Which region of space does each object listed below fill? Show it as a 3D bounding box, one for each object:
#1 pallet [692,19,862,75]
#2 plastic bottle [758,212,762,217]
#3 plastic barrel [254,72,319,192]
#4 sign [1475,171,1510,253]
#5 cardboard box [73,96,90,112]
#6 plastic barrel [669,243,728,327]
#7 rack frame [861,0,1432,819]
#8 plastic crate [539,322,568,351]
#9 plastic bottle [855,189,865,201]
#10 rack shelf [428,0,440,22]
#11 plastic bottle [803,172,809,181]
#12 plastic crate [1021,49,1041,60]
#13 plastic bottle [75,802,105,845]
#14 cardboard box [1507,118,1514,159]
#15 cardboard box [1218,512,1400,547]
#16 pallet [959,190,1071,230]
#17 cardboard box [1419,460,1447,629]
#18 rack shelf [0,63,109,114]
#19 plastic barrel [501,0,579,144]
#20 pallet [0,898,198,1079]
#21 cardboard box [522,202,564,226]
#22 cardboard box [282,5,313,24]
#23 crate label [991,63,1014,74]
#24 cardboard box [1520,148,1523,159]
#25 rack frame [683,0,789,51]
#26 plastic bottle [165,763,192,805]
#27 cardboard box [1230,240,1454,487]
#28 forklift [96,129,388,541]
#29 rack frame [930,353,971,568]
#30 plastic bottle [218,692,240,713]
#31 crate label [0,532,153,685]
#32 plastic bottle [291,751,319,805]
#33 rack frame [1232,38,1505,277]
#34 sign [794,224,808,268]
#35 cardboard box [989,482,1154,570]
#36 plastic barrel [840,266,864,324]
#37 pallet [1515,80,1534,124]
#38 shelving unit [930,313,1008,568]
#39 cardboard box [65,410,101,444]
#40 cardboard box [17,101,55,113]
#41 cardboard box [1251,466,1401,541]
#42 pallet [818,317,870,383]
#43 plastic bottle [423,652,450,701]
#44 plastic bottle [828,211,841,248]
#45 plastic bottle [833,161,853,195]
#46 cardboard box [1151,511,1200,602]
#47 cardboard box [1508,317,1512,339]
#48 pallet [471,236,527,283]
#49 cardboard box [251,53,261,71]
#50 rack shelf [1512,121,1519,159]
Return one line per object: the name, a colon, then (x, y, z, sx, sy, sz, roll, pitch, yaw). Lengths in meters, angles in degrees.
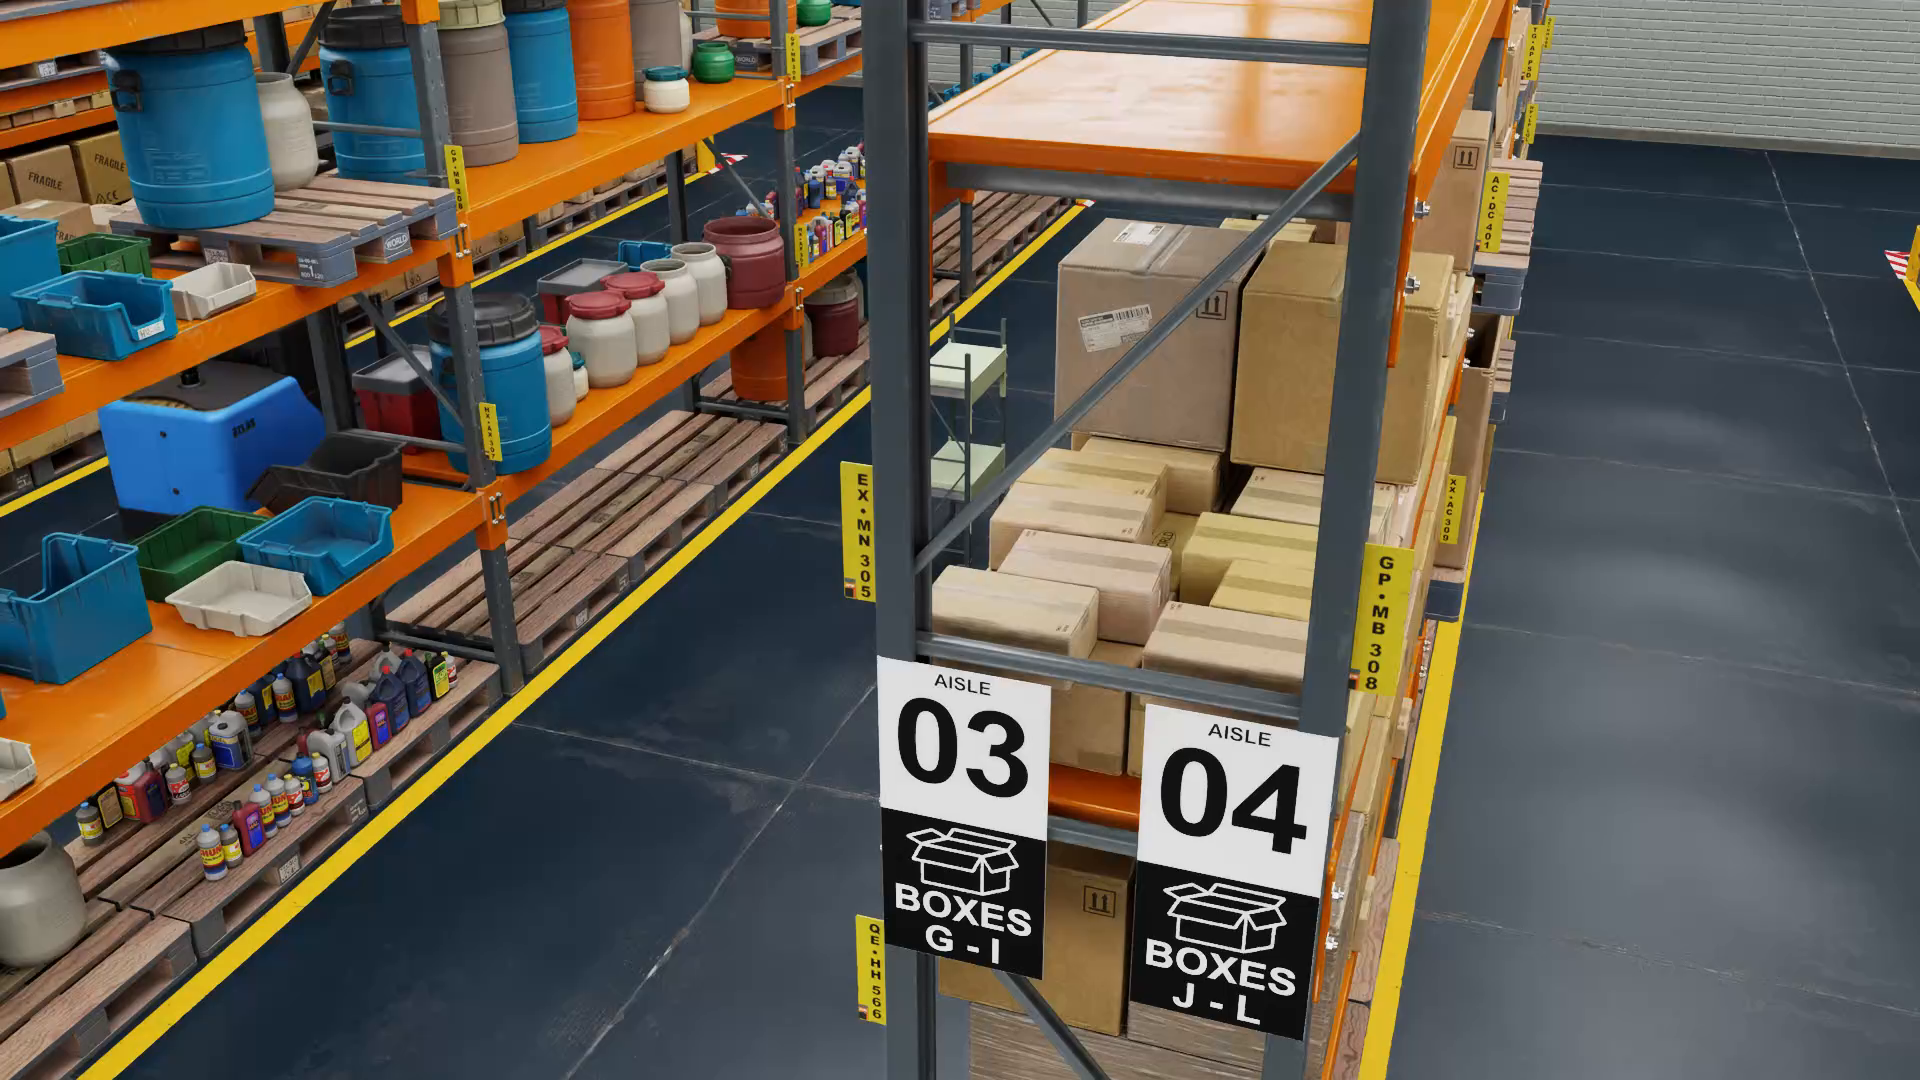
pallet: (-1.353, -3.747, 12.546, 1.003, 0.211, 1.213, 9, 27, 17)
plastic bottle: (-1.673, -2.660, 13.754, 0.097, 0.201, 0.097, 0, 26, 0)
plastic barrel: (-3.359, -1.979, 8.067, 0.421, 0.512, 0.421, 0, 26, 0)
sign: (2.155, -1.327, 6.738, 0.100, 0.325, 0.005, 9, 27, 17)
cardboard box: (-9.747, -4.772, 18.152, 0.380, 0.149, 0.250, 10, 27, 19)
plastic barrel: (-1.840, -1.779, 11.577, 0.421, 0.512, 0.421, 0, 26, 0)
rack frame: (0.309, -0.876, 2.958, 1.000, 3.000, 0.127, 9, 27, 17)
plastic crate: (-2.717, -1.200, 10.752, 0.450, 0.188, 0.662, 9, 27, 17)
plastic bottle: (-0.789, -2.827, 14.013, 0.152, 0.276, 0.135, 9, 27, 17)
rack shelf: (-2.365, -3.557, 9.778, 1.077, 0.370, 4.000, 9, 27, 17)
plastic bottle: (-1.364, -3.074, 14.527, 0.097, 0.271, 0.097, 0, 26, 0)
plastic crate: (1.028, -5.348, 18.968, 0.616, 0.435, 0.499, 9, 27, 17)
plastic bottle: (-4.164, 1.349, 7.952, 0.097, 0.201, 0.097, 0, 26, 0)
cardboard box: (2.892, -2.310, 9.532, 0.500, 0.250, 0.500, 9, 27, 17)
cardboard box: (0.879, 0.168, 4.415, 0.500, 0.250, 0.500, 8, 27, 16)
pallet: (0.652, -3.881, 19.248, 1.003, 0.211, 1.213, 9, 27, 17)
cardboard box: (1.585, -0.019, 6.466, 0.500, 0.500, 0.500, 9, 27, 17)
rack shelf: (-7.035, -3.106, 11.831, 1.077, 0.370, 4.000, 9, 27, 17)
plastic barrel: (-2.631, -2.892, 9.987, 0.600, 0.901, 0.708, 9, 27, 17)
pallet: (-4.105, 1.989, 7.123, 1.003, 0.211, 1.213, 9, 27, 17)
cardboard box: (-4.694, -3.675, 18.202, 0.500, 0.311, 0.500, 9, 27, 17)
cardboard box: (-6.086, -4.691, 14.163, 0.910, 0.500, 0.500, 9, 27, 17)
crate label: (0.570, -5.368, 19.241, 0.416, 0.233, 0.303, 9, 27, 17)
cardboard box: (4.706, -3.329, 14.738, 0.500, 0.250, 0.500, 8, 27, 16)
rack frame: (-1.699, -4.882, 11.231, 1.000, 3.000, 0.127, 9, 27, 17)
plastic bottle: (-3.884, 1.202, 8.254, 0.097, 0.201, 0.097, 0, 26, 0)
cardboard box: (1.058, -0.501, 4.595, 0.500, 0.500, 0.500, 9, 27, 17)
forklift: (-4.791, -1.827, 11.884, 1.130, 2.935, 3.031, 8, 27, 16)
rack frame: (-0.124, -0.522, 10.830, 0.400, 1.500, 0.023, 9, 27, 17)
plastic bottle: (-3.847, 0.897, 8.791, 0.061, 0.283, 0.133, 10, 28, 20)
crate label: (-4.004, 0.294, 7.384, 0.502, 0.435, 0.616, 9, 27, 17)
plastic bottle: (-3.249, 1.170, 8.240, 0.097, 0.271, 0.097, 0, 26, 0)
rack frame: (1.640, -2.520, 6.353, 1.000, 3.000, 0.127, 9, 27, 17)
sign: (-1.178, -2.179, 12.344, 0.100, 0.325, 0.005, 9, 27, 17)
cardboard box: (0.292, -0.016, 4.337, 0.380, 0.149, 0.250, 8, 27, 15)
plastic barrel: (-1.073, -2.164, 14.874, 0.421, 0.512, 0.421, 0, 26, 0)
pallet: (3.136, -3.001, 11.005, 1.213, 0.211, 1.003, 10, 28, 20)
shelving unit: (-0.002, -0.672, 11.141, 0.431, 1.500, 0.755, 9, 27, 17)
cardboard box: (-6.821, -0.972, 12.711, 0.500, 0.250, 0.500, 9, 27, 18)
cardboard box: (-9.962, -4.808, 17.483, 0.500, 0.500, 0.500, 9, 27, 18)
cardboard box: (1.007, -0.133, 4.579, 0.380, 0.149, 0.250, 9, 27, 17)
pallet: (-1.069, -1.757, 14.860, 1.003, 0.211, 1.213, 9, 27, 17)
plastic bottle: (-2.879, 0.732, 9.132, 0.061, 0.283, 0.133, 10, 28, 20)
plastic bottle: (-1.009, -2.499, 13.327, 0.061, 0.283, 0.133, 9, 27, 17)
plastic bottle: (-1.046, -3.233, 14.850, 0.152, 0.276, 0.135, 9, 27, 17)
cardboard box: (0.394, 0.101, 4.554, 0.500, 0.250, 0.500, 9, 27, 18)
cardboard box: (3.812, -1.707, 13.514, 1.225, 0.875, 0.875, 8, 27, 16)
pallet: (-5.273, -2.951, 17.326, 1.003, 0.211, 1.213, 9, 27, 17)
cardboard box: (-9.034, -6.218, 20.529, 0.980, 0.700, 0.700, 7, 27, 15)
rack shelf: (3.637, -3.312, 12.256, 1.077, 0.370, 4.000, 9, 27, 17)
